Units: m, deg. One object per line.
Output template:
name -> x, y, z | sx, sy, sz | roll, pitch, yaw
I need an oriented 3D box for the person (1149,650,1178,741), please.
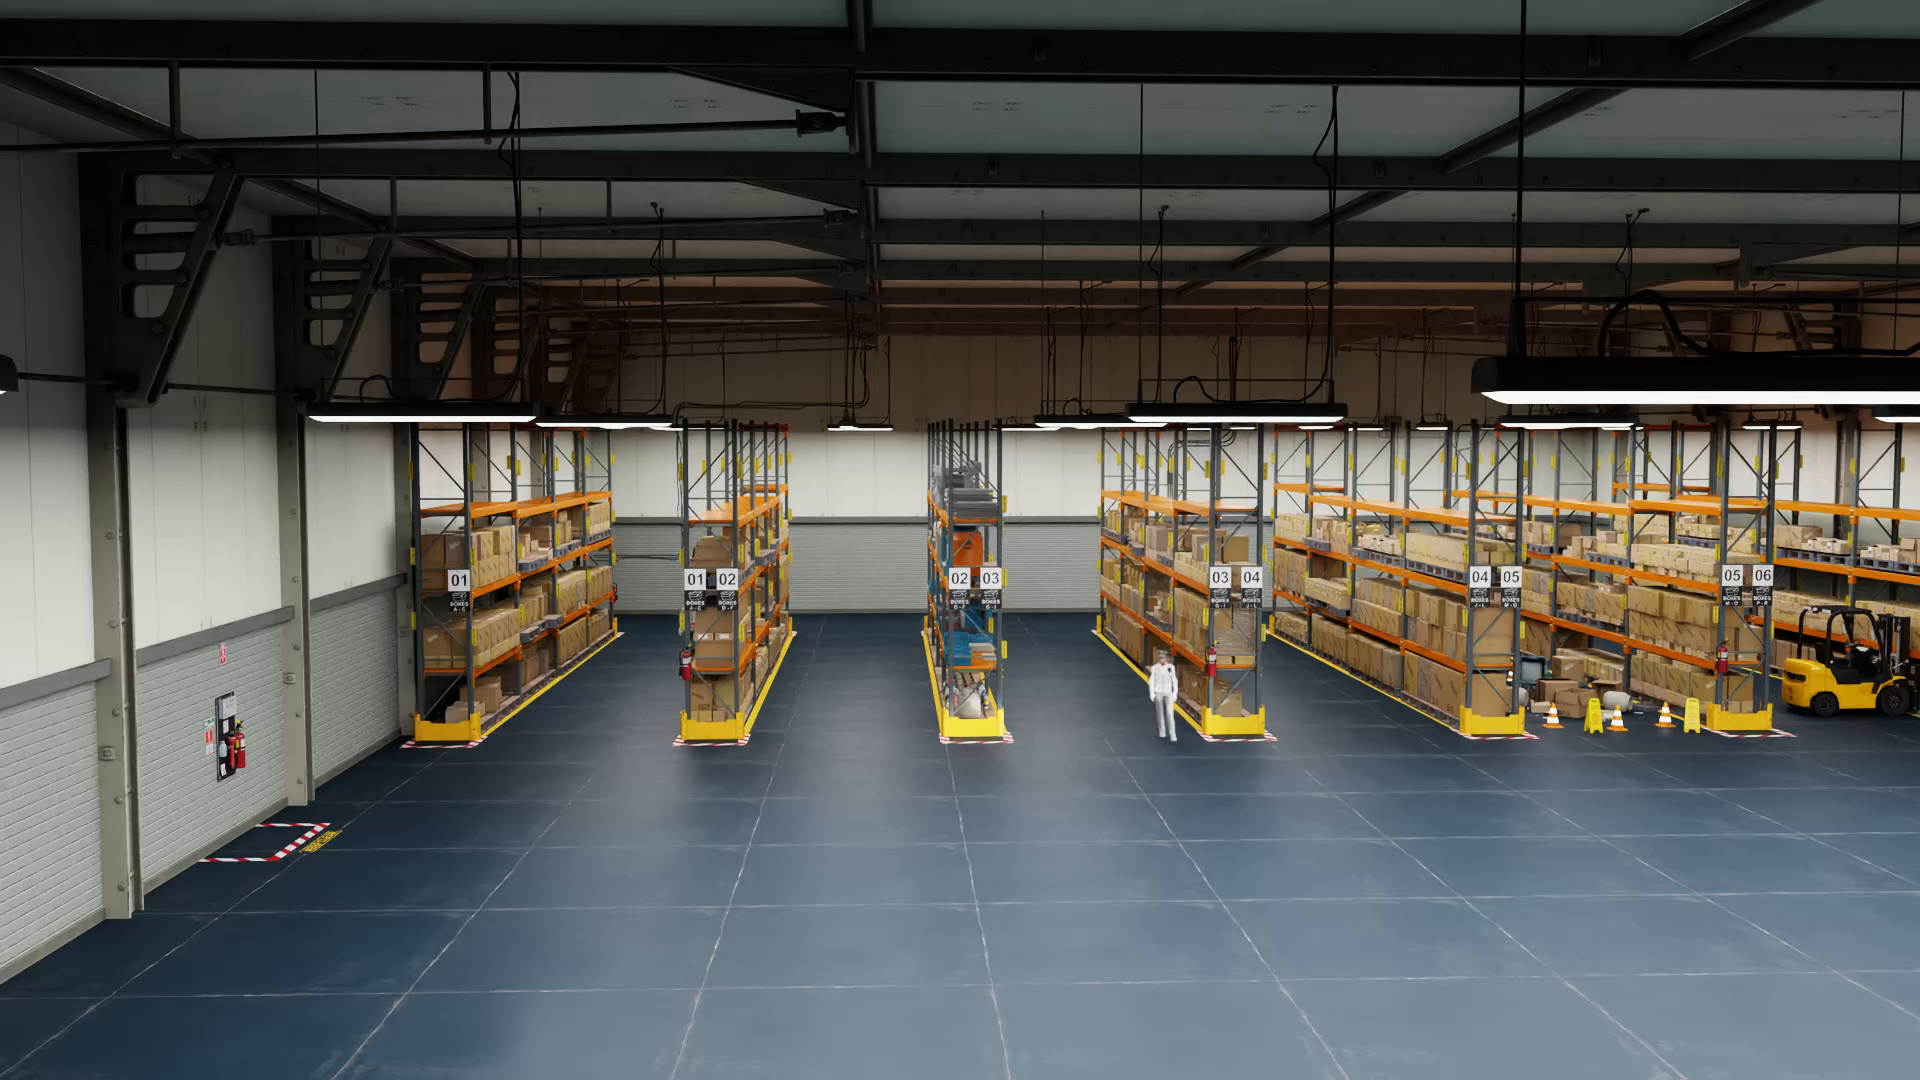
person -> 3.809, 2.904, 31.095 | 0.560, 1.663, 0.745 | 1, 4, 11

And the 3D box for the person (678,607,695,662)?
person -> -6.649, 2.217, 41.114 | 0.629, 1.767, 0.689 | -1, 4, -13
